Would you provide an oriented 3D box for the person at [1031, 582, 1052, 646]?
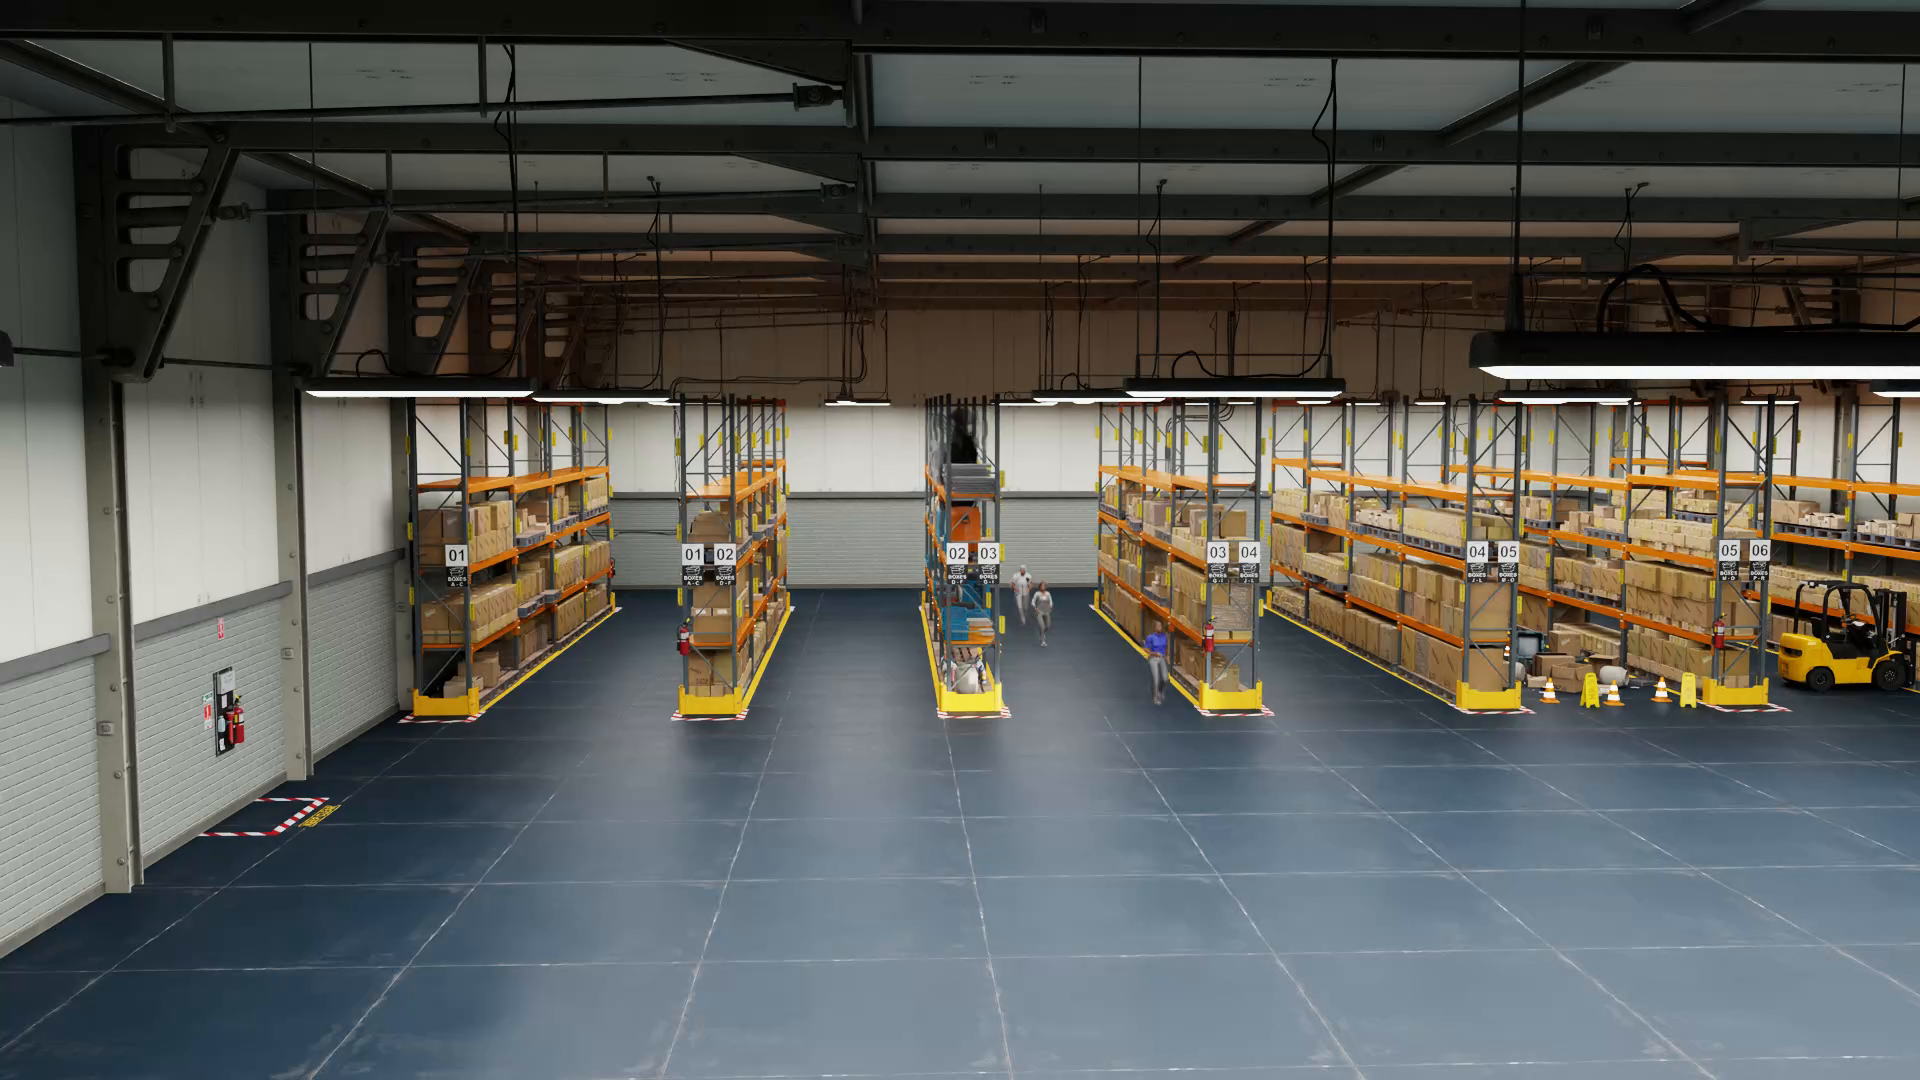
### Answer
[{"bbox_3d":[1.978,1.780,40.101,0.520,1.554,0.527,-1,5,-15],"label":"person"}]

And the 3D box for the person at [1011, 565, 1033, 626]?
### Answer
[{"bbox_3d":[1.643,1.449,44.154,0.593,1.617,0.789,0,5,1],"label":"person"}]

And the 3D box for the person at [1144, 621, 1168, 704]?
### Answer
[{"bbox_3d":[3.828,2.375,32.123,0.559,1.624,0.571,-1,5,-17],"label":"person"}]

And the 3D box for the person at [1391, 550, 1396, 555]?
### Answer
[{"bbox_3d":[12.714,1.033,48.973,0.764,1.680,0.625,-1,5,-9],"label":"person"}]

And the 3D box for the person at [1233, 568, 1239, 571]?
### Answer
[{"bbox_3d":[7.717,1.270,45.534,0.671,1.734,0.653,0,5,-2],"label":"person"}]
